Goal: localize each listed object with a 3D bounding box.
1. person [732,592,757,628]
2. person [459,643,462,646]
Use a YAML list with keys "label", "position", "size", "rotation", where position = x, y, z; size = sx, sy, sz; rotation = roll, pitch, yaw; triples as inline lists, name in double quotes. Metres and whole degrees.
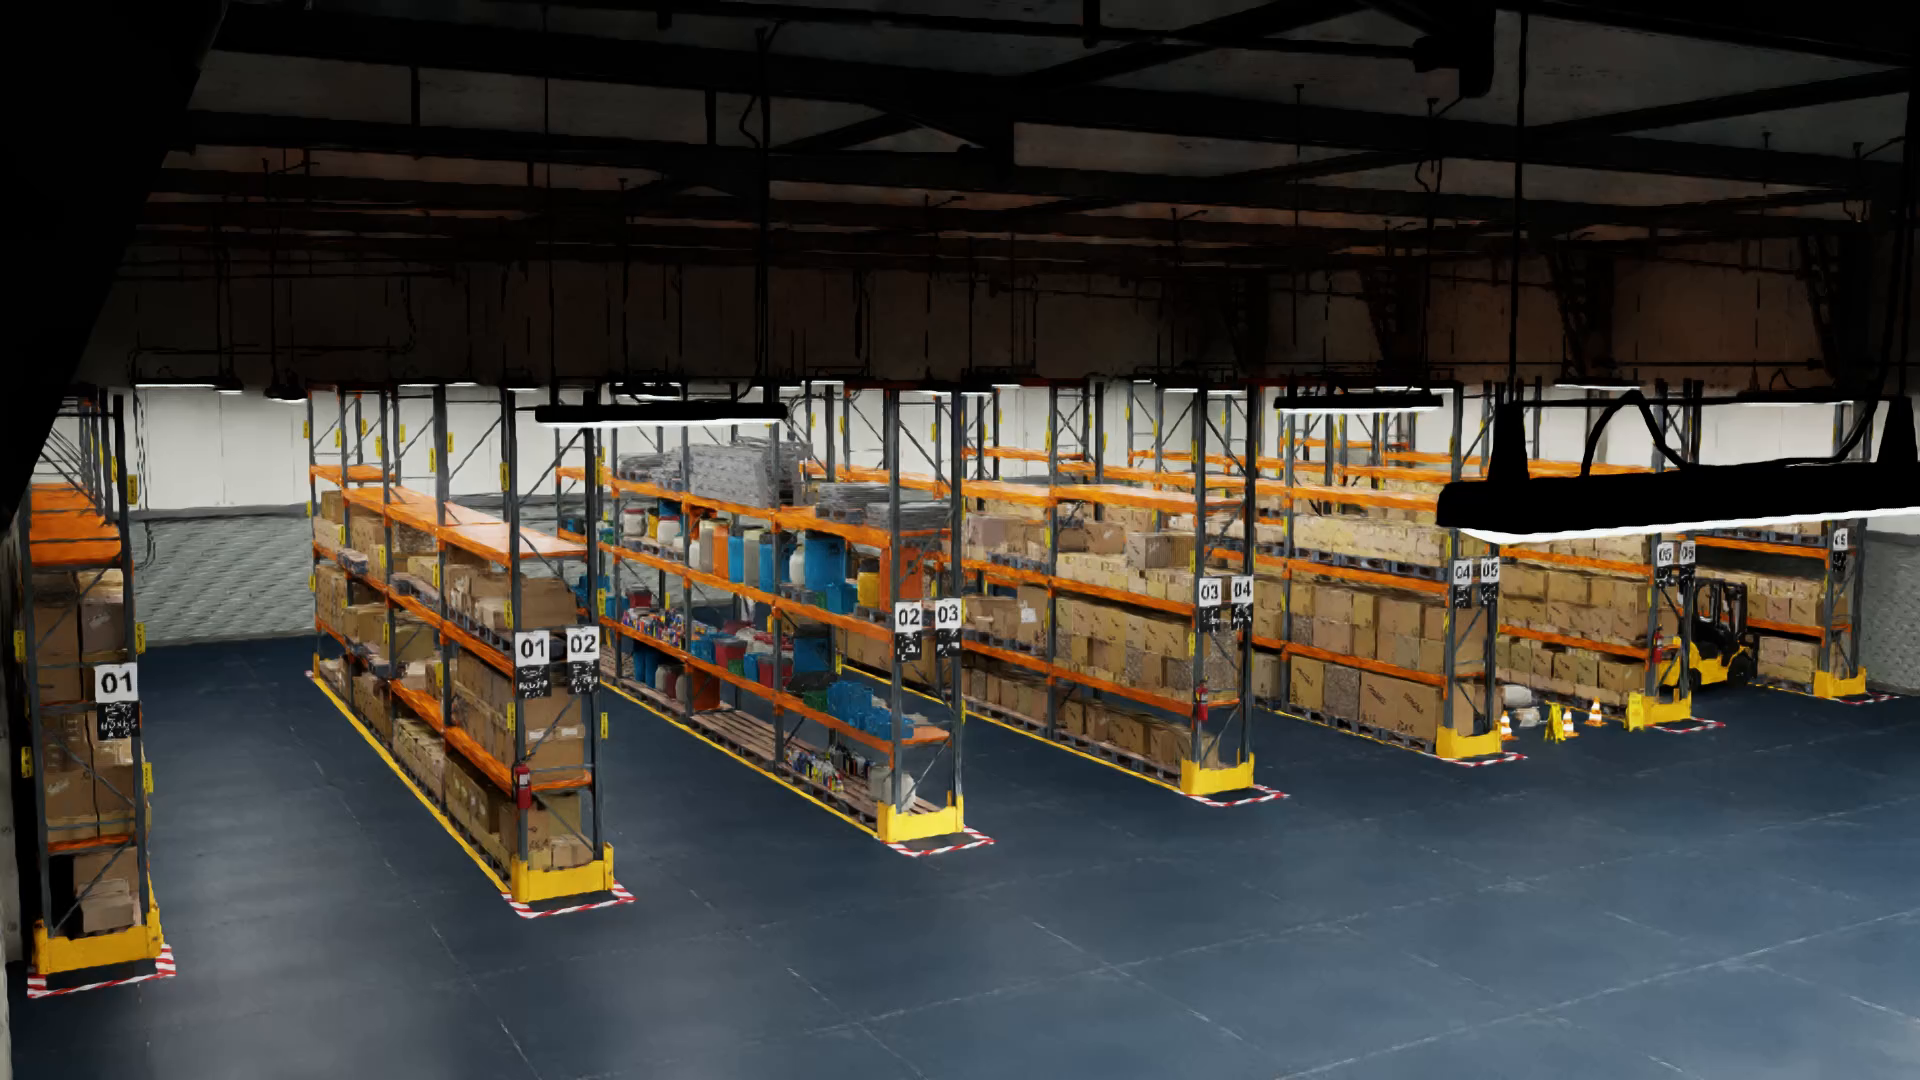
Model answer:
- label: "person"
  position: [-5.048, 1.283, 39.088]
  size: [0.609, 1.778, 0.588]
  rotation: [0, 6, 1]
- label: "person"
  position: [-8.963, 2.281, 30.640]
  size: [0.493, 1.589, 0.991]
  rotation: [-3, 7, -30]
